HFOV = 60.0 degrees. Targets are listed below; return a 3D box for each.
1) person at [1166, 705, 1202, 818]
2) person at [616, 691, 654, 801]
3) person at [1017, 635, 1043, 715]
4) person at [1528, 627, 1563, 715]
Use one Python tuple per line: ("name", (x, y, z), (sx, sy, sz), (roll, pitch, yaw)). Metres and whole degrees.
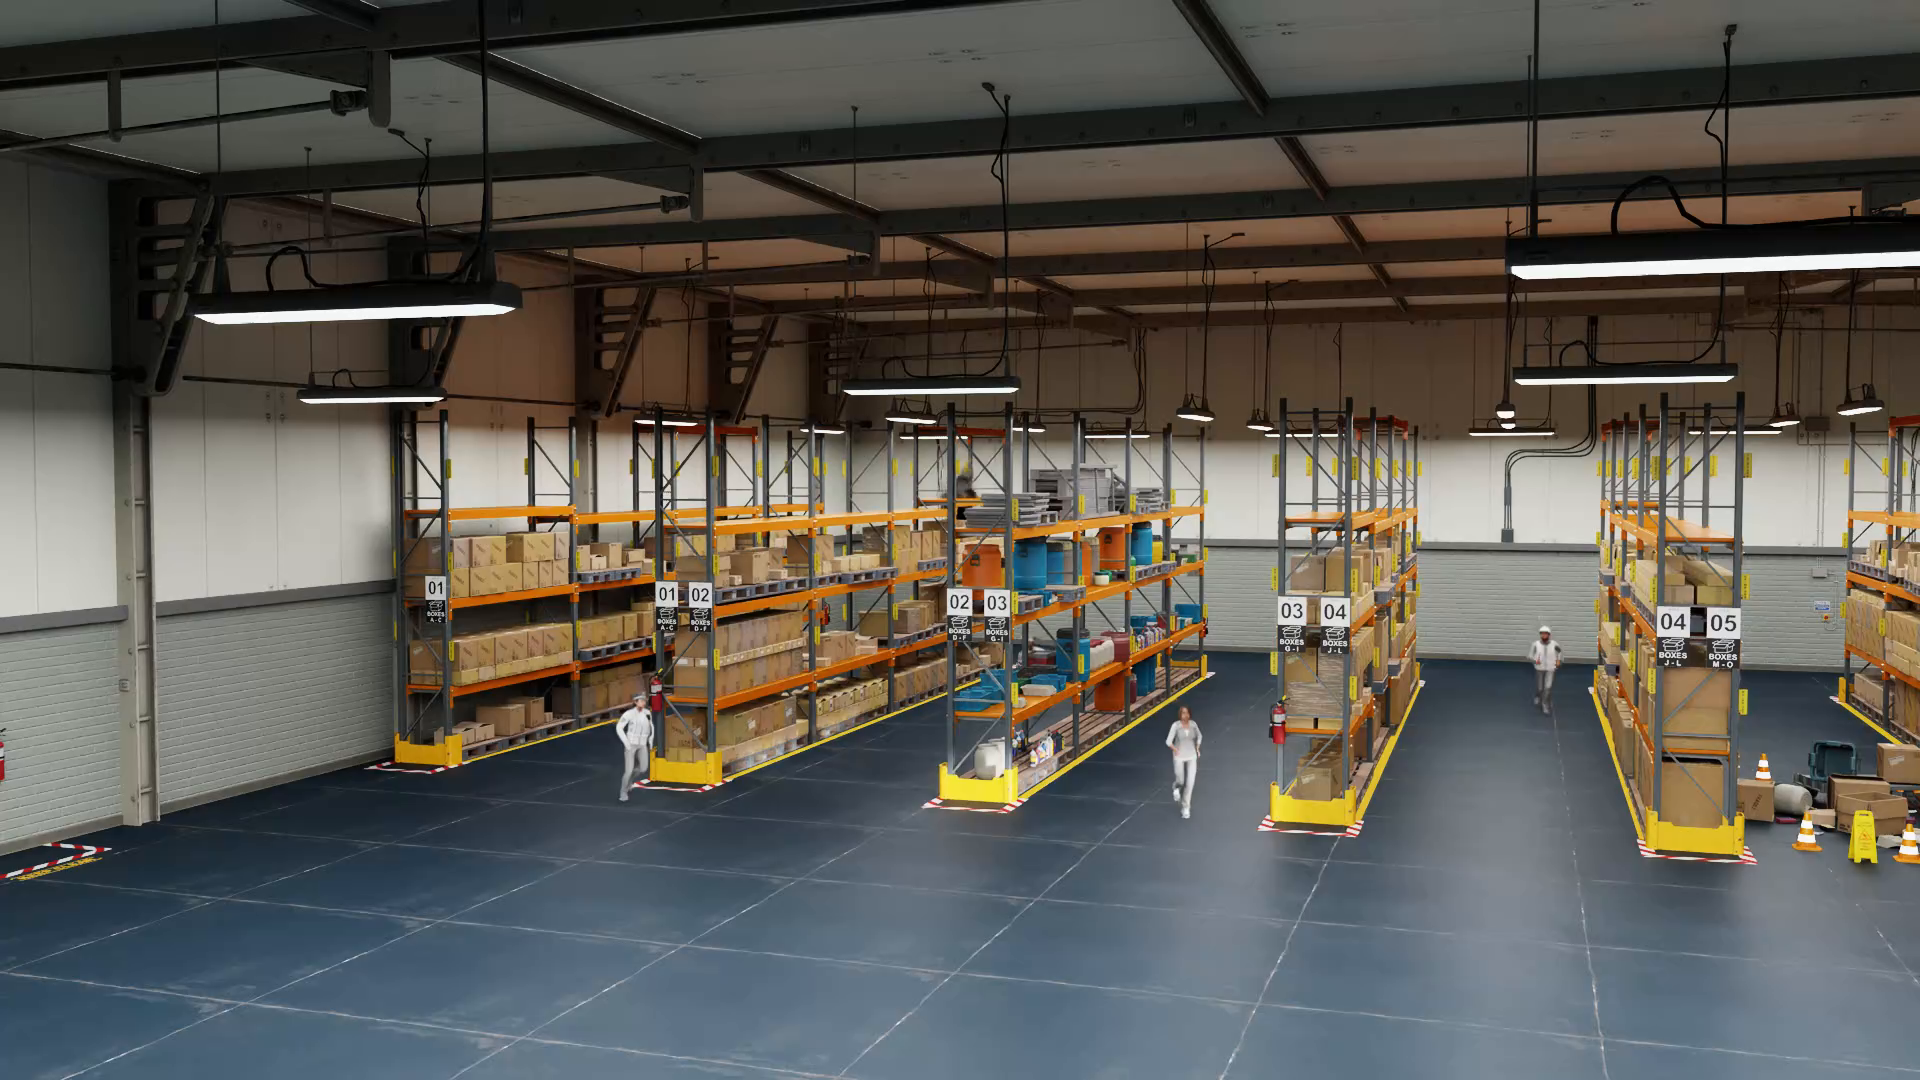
("person", (3.260, 3.191, 24.164), (0.542, 1.593, 0.755), (0, 2, -4))
("person", (-4.896, 3.113, 25.248), (0.667, 1.634, 0.476), (-2, 3, -36))
("person", (1.463, 2.721, 33.488), (0.609, 1.644, 0.762), (1, 3, 13))
("person", (12.051, 2.664, 34.230), (0.668, 1.774, 0.896), (1, 3, 18))
